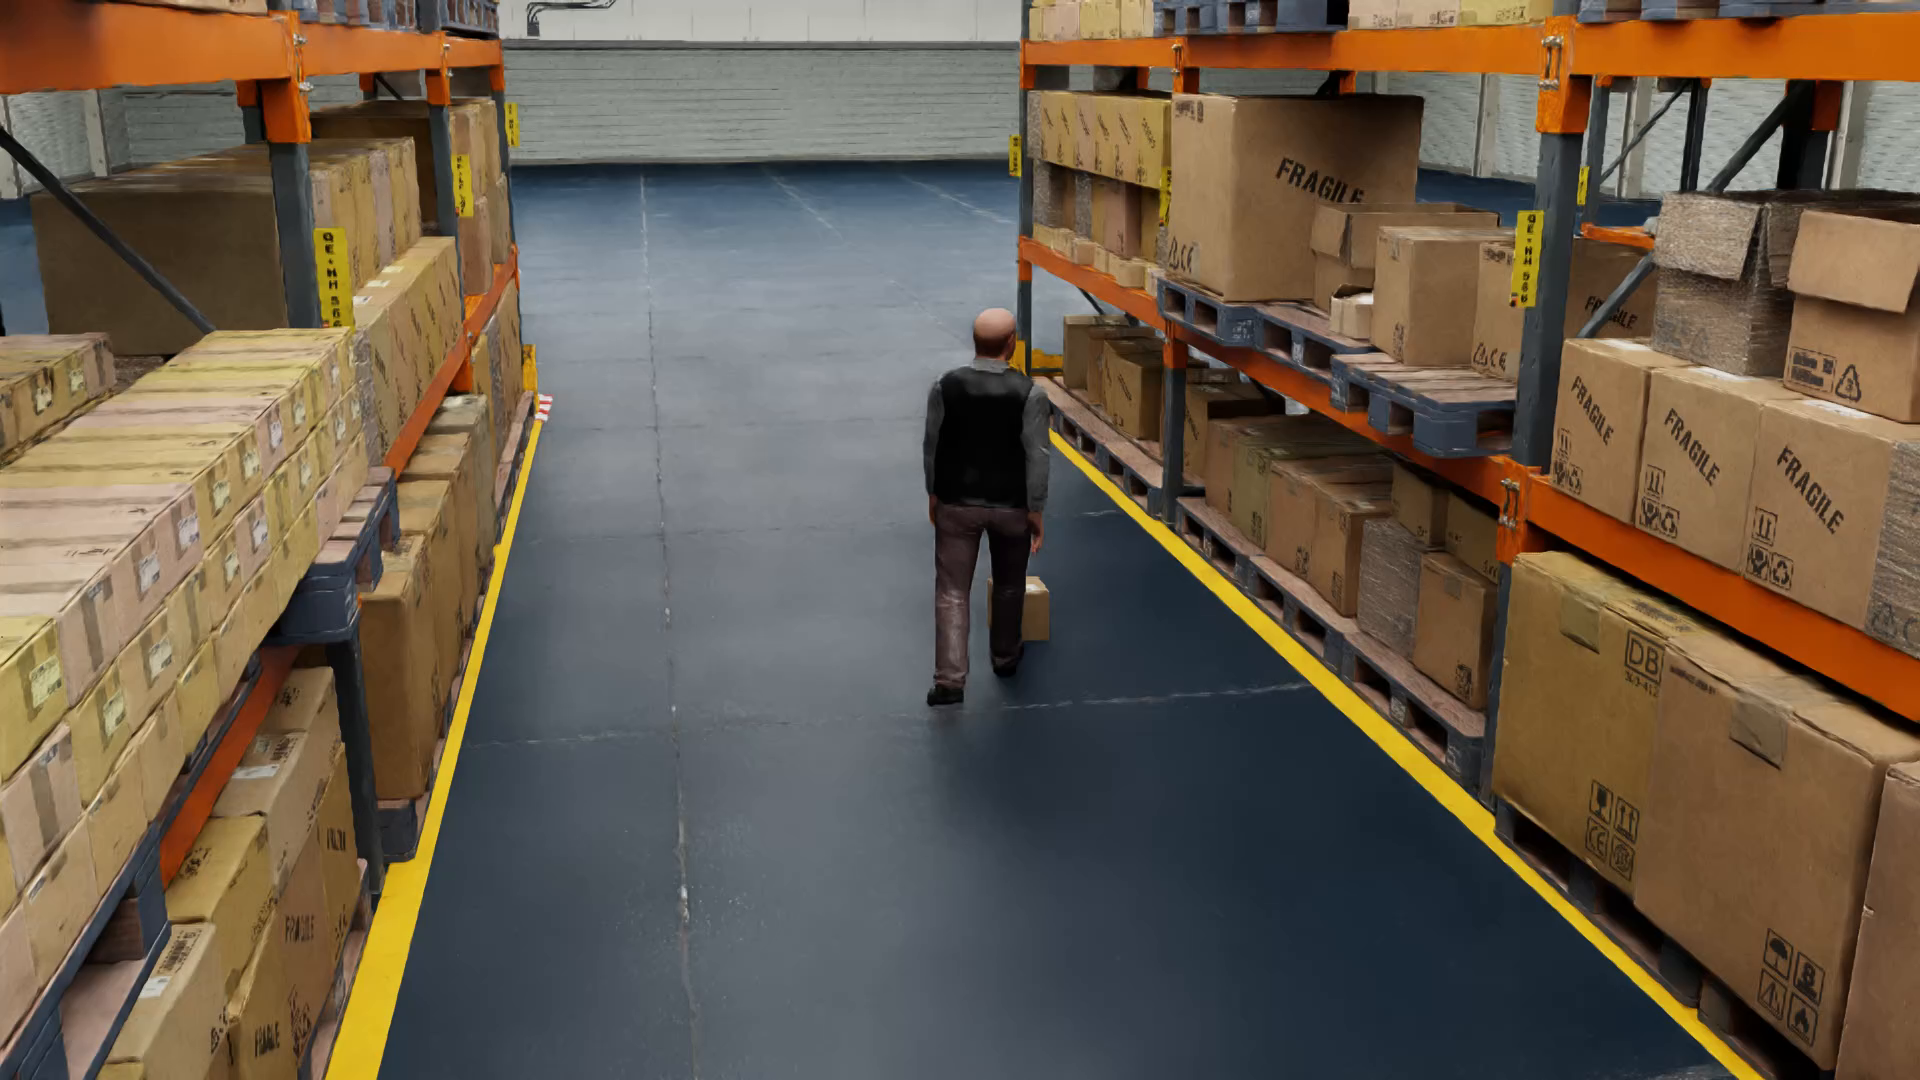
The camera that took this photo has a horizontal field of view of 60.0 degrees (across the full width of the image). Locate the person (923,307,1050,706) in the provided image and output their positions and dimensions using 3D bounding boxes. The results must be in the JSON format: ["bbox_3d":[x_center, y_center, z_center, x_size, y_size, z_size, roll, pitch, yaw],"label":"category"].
[{"bbox_3d":[0.110,-0.145,7.113,0.537,1.707,0.940,0,16,1],"label":"person"}]
